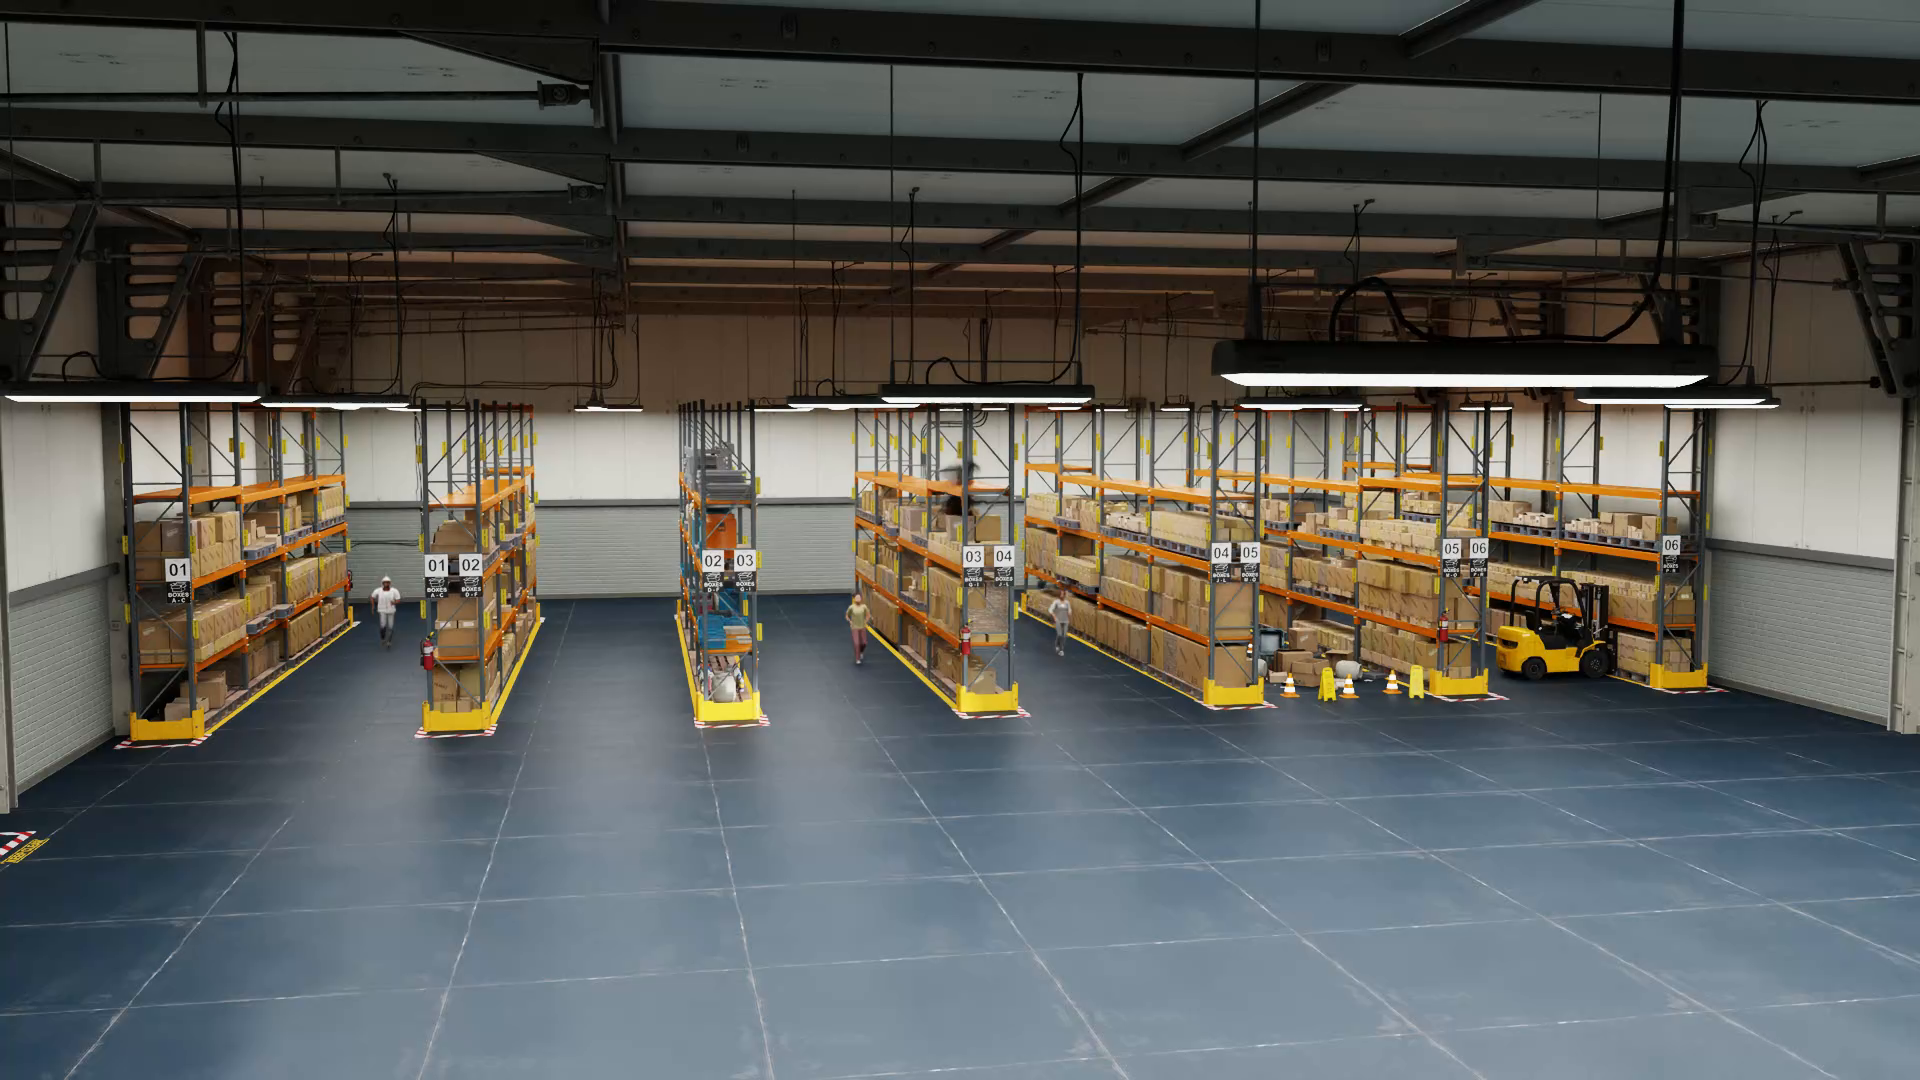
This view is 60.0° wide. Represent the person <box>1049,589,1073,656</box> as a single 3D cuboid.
[{"bbox_3d":[2.420,1.960,39.333,0.521,1.575,0.602,-1,4,-13],"label":"person"}]

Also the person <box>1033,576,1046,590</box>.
[{"bbox_3d":[2.463,1.126,50.041,0.549,1.661,0.760,2,5,25],"label":"person"}]

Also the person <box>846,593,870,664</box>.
[{"bbox_3d":[-2.325,2.030,38.145,0.575,1.622,0.554,-1,4,-11],"label":"person"}]

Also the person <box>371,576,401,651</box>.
[{"bbox_3d":[-13.976,1.790,40.529,0.670,1.816,0.748,-2,5,-24],"label":"person"}]
